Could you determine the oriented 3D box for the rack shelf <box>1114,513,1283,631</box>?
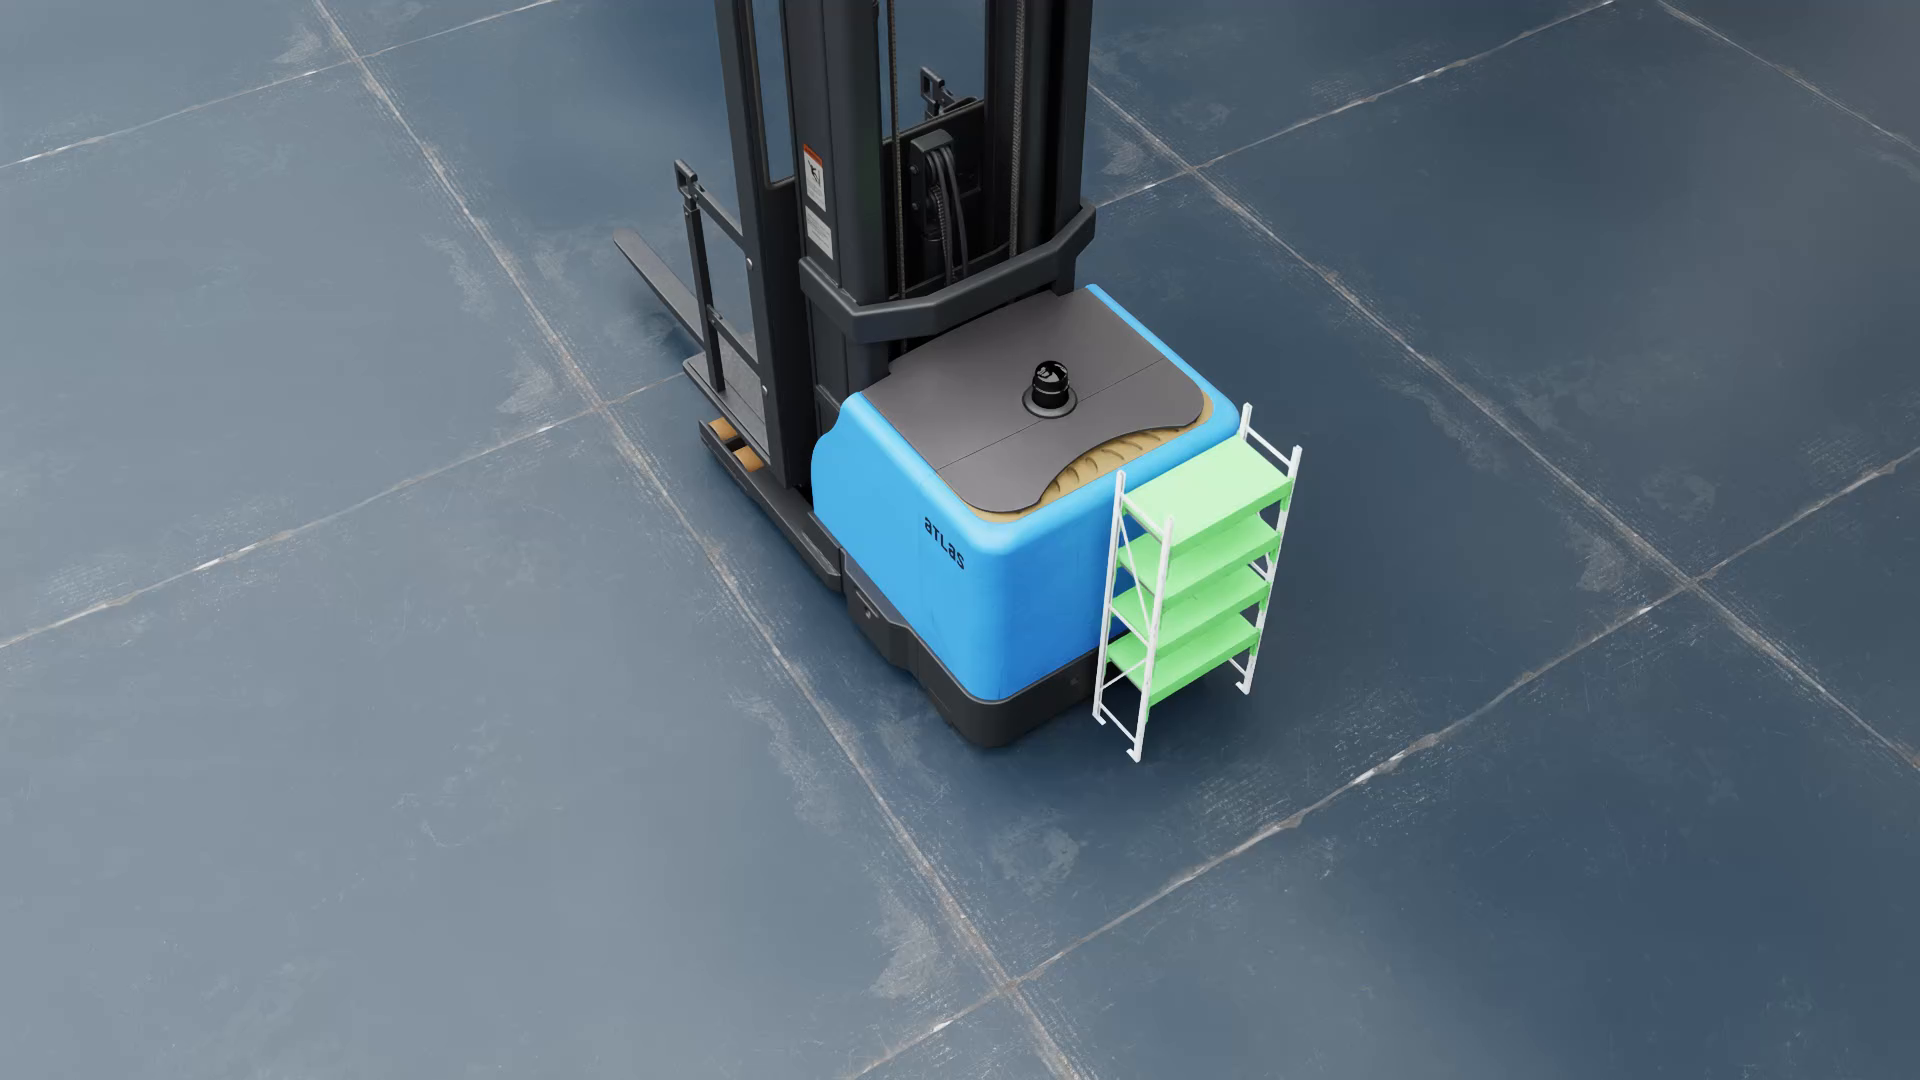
[{"bbox_3d":[0.730,0.050,5.166,0.480,0.148,0.258,-28,54,-23],"label":"rack shelf"}]

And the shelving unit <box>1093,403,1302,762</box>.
[{"bbox_3d":[0.730,0.167,5.298,0.503,1.200,0.258,-28,54,-23],"label":"shelving unit"}]

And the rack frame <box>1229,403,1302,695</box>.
[{"bbox_3d":[0.929,0.062,5.391,0.015,1.200,0.240,-28,54,-23],"label":"rack frame"}]

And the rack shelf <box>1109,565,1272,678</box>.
[{"bbox_3d":[0.730,0.210,5.345,0.480,0.148,0.258,-28,54,-23],"label":"rack shelf"}]

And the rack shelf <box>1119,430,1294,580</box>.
[{"bbox_3d":[0.730,-0.110,4.987,0.480,0.148,0.258,-28,54,-23],"label":"rack shelf"}]

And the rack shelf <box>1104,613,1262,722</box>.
[{"bbox_3d":[0.730,0.369,5.525,0.480,0.148,0.258,-28,54,-23],"label":"rack shelf"}]

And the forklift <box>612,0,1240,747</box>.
[{"bbox_3d":[-0.356,-1.359,5.498,1.130,2.935,3.031,-27,54,-22],"label":"forklift"}]

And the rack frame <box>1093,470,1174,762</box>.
[{"bbox_3d":[0.531,0.272,5.204,0.015,1.200,0.240,-28,54,-23],"label":"rack frame"}]
